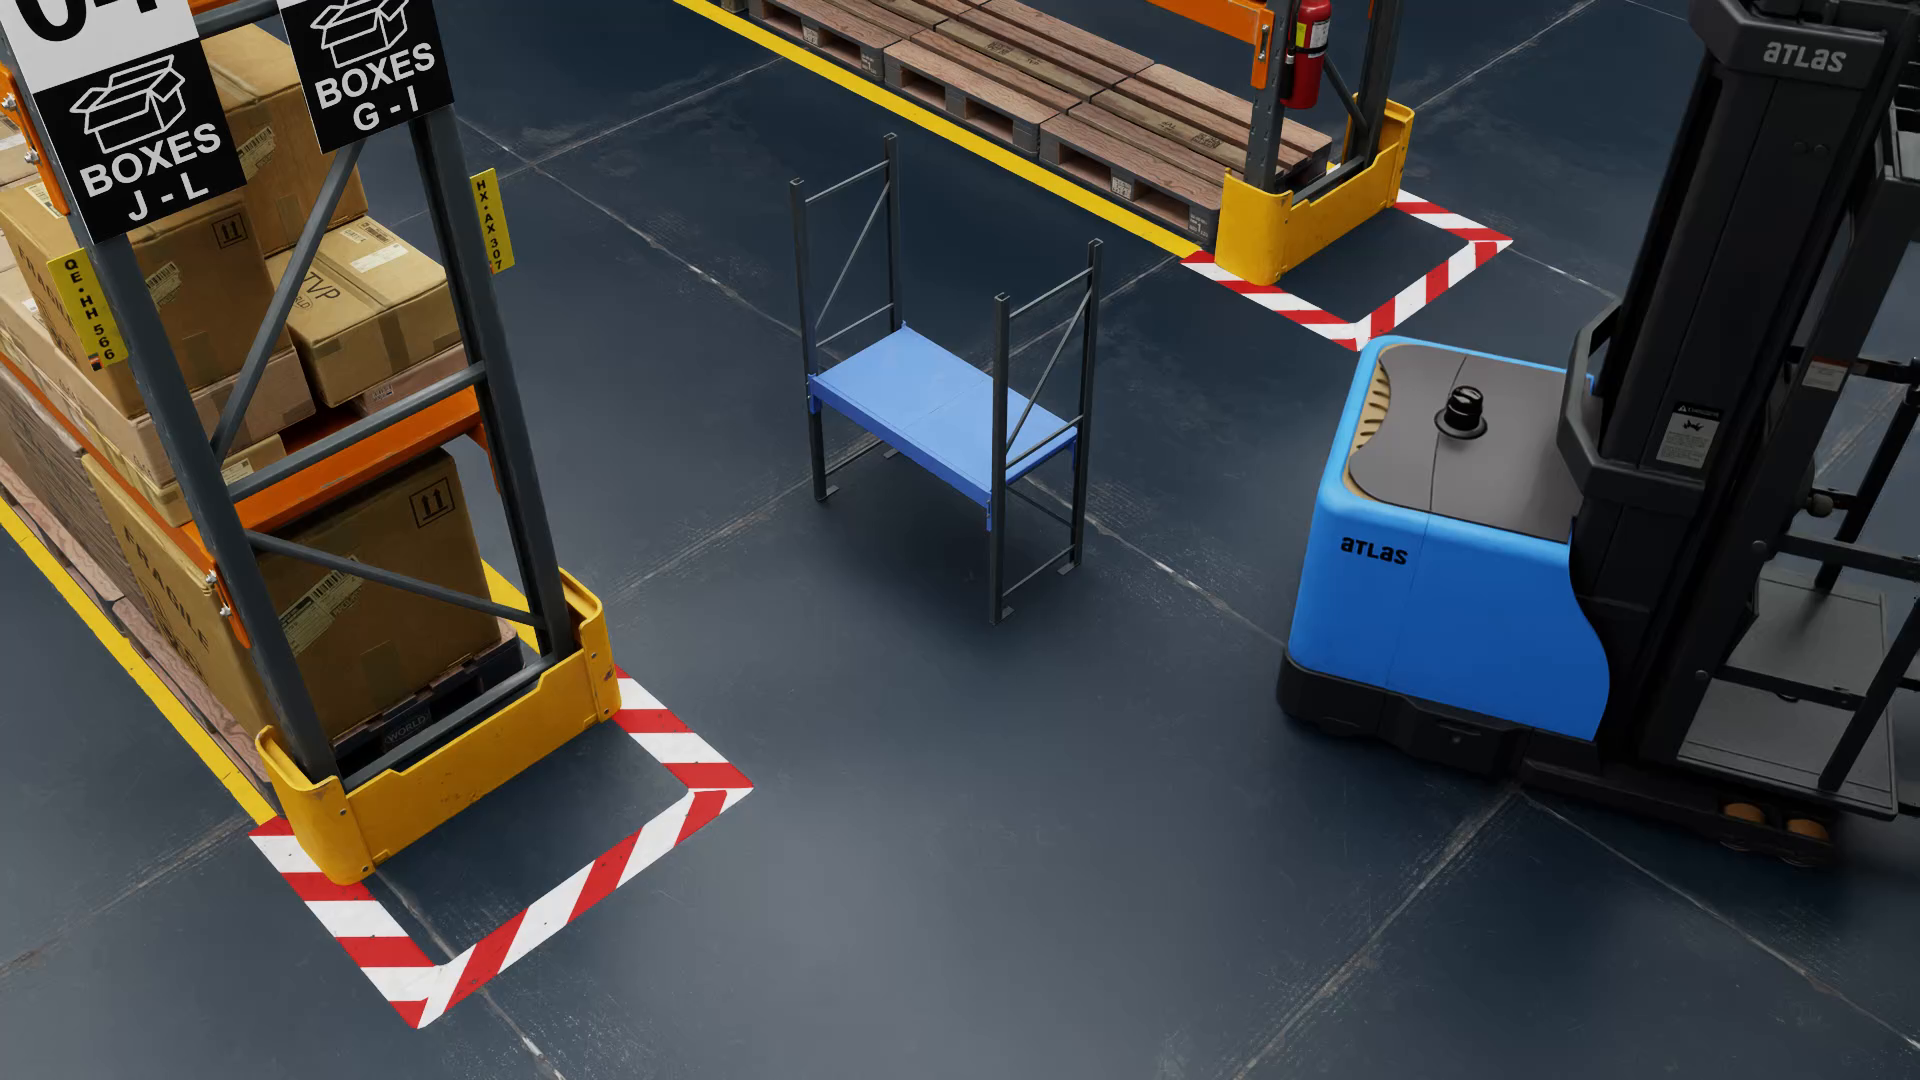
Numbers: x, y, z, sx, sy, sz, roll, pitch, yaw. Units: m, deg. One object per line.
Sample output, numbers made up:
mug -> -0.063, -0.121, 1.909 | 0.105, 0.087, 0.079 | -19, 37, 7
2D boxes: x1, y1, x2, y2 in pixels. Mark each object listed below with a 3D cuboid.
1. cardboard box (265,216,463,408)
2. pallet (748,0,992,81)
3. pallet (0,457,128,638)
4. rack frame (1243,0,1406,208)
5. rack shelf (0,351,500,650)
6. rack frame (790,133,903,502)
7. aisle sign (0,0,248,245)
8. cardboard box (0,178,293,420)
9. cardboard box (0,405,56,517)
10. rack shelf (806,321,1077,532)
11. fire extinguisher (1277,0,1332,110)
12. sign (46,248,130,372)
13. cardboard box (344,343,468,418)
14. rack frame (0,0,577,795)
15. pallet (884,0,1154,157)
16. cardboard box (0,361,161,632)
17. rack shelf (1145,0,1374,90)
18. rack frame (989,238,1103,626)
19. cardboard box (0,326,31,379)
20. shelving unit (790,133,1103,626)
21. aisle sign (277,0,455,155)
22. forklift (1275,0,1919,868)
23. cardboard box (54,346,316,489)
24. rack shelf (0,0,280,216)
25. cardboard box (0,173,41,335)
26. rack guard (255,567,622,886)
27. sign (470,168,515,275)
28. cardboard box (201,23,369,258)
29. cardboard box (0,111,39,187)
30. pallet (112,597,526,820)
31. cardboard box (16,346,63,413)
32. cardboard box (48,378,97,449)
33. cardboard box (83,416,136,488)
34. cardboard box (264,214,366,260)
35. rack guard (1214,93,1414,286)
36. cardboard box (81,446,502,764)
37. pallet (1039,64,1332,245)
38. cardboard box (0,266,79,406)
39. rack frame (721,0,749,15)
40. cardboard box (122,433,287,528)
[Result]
cardboard box -> -1.913, -0.725, 5.216 | 0.500, 0.250, 0.500 | 33, 52, 30
pallet -> -0.536, -3.248, 10.109 | 1.003, 0.211, 1.213 | -34, 53, -31
pallet -> -3.242, -0.220, 6.832 | 1.003, 0.211, 1.213 | -34, 53, -31
rack frame -> 1.742, -2.685, 7.445 | 1.000, 3.000, 0.127 | -34, 53, -31
rack shelf -> -3.177, -1.008, 6.160 | 1.077, 0.370, 4.000 | -34, 53, -31
rack frame -> -0.419, -0.836, 6.550 | 0.500, 1.500, 0.032 | -34, 53, -31
aisle sign -> -1.927, -1.087, 3.801 | 0.394, 0.787, 0.004 | -34, 53, -31
cardboard box -> -2.295, -0.749, 4.689 | 0.500, 0.500, 0.500 | -33, 52, -31
cardboard box -> -3.545, -0.819, 6.682 | 0.875, 0.875, 0.875 | -34, 53, -31
rack shelf -> -0.060, -0.460, 6.407 | 0.538, 0.185, 1.000 | -34, 53, -31
fire extinguisher -> 1.526, -2.229, 7.284 | 0.296, 0.674, 0.183 | -34, 53, -31
sign -> -2.159, -0.570, 4.129 | 0.100, 0.325, 0.005 | -34, 53, -31
cardboard box -> -1.782, -0.547, 5.317 | 0.380, 0.149, 0.250 | -33, 52, -31
rack frame -> -1.765, -0.311, 4.876 | 1.000, 3.000, 0.127 | -34, 53, -31
pallet -> 0.329, -2.662, 9.475 | 1.003, 0.211, 1.213 | -34, 53, -31
cardboard box -> -2.916, -0.391, 6.219 | 0.875, 0.875, 0.875 | -34, 53, -31
rack shelf -> 0.329, -3.382, 8.729 | 1.077, 0.370, 4.000 | -34, 53, -31
rack frame -> 0.299, -0.348, 6.021 | 0.500, 1.500, 0.032 | -34, 53, -31
cardboard box -> -2.972, -0.722, 5.506 | 0.250, 0.149, 0.380 | 33, 52, 31
shelving unit -> -0.060, -0.592, 6.285 | 0.538, 1.500, 1.048 | -34, 53, -31
aisle sign -> -1.502, -1.375, 4.112 | 0.394, 0.787, 0.004 | -34, 53, -31
forklift -> 2.717, -0.393, 5.016 | 3.031, 2.935, 1.130 | 14, 45, 15
cardboard box -> -2.295, -0.471, 4.941 | 0.500, 0.250, 0.500 | 33, 52, 31
rack shelf -> -3.177, -2.109, 5.142 | 1.077, 0.370, 4.000 | -34, 53, -31
cardboard box -> -3.013, -0.959, 5.469 | 0.500, 0.250, 0.500 | 32, 52, 30
rack guard -> -1.748, 0.619, 5.712 | 1.175, 0.500, 0.348 | -34, 53, -31
sign -> -1.368, -0.921, 4.840 | 0.100, 0.325, 0.005 | -34, 53, -31
cardboard box -> -2.266, -1.241, 5.221 | 0.500, 0.500, 0.500 | 33, 52, 30
cardboard box -> -3.383, -1.208, 5.738 | 0.500, 0.250, 0.500 | -34, 52, -31
pallet -> -2.385, 0.367, 6.198 | 1.003, 0.211, 1.213 | -34, 53, -31
cardboard box -> -2.787, -0.598, 5.372 | 0.380, 0.149, 0.250 | -33, 52, -31
cardboard box -> -2.612, -0.478, 5.242 | 0.380, 0.149, 0.250 | -34, 52, -31
cardboard box -> -2.434, -0.356, 5.110 | 0.380, 0.149, 0.250 | -34, 52, -31
cardboard box -> -2.285, -0.972, 5.483 | 0.500, 0.250, 0.500 | 34, 52, 31
rack guard -> 1.768, -1.761, 8.288 | 1.175, 0.500, 0.348 | -34, 53, -31
cardboard box -> -2.274, 0.046, 5.746 | 0.875, 0.875, 0.875 | -34, 53, -31
pallet -> 1.187, -2.075, 8.841 | 1.003, 0.211, 1.213 | -34, 53, -31
cardboard box -> -2.653, -0.715, 5.205 | 0.500, 0.250, 0.500 | 33, 52, 31
rack frame -> -1.083, -4.607, 9.525 | 1.000, 3.000, 0.127 | -34, 53, -31
cardboard box -> -2.250, -0.232, 4.976 | 0.380, 0.149, 0.250 | -33, 52, -31
